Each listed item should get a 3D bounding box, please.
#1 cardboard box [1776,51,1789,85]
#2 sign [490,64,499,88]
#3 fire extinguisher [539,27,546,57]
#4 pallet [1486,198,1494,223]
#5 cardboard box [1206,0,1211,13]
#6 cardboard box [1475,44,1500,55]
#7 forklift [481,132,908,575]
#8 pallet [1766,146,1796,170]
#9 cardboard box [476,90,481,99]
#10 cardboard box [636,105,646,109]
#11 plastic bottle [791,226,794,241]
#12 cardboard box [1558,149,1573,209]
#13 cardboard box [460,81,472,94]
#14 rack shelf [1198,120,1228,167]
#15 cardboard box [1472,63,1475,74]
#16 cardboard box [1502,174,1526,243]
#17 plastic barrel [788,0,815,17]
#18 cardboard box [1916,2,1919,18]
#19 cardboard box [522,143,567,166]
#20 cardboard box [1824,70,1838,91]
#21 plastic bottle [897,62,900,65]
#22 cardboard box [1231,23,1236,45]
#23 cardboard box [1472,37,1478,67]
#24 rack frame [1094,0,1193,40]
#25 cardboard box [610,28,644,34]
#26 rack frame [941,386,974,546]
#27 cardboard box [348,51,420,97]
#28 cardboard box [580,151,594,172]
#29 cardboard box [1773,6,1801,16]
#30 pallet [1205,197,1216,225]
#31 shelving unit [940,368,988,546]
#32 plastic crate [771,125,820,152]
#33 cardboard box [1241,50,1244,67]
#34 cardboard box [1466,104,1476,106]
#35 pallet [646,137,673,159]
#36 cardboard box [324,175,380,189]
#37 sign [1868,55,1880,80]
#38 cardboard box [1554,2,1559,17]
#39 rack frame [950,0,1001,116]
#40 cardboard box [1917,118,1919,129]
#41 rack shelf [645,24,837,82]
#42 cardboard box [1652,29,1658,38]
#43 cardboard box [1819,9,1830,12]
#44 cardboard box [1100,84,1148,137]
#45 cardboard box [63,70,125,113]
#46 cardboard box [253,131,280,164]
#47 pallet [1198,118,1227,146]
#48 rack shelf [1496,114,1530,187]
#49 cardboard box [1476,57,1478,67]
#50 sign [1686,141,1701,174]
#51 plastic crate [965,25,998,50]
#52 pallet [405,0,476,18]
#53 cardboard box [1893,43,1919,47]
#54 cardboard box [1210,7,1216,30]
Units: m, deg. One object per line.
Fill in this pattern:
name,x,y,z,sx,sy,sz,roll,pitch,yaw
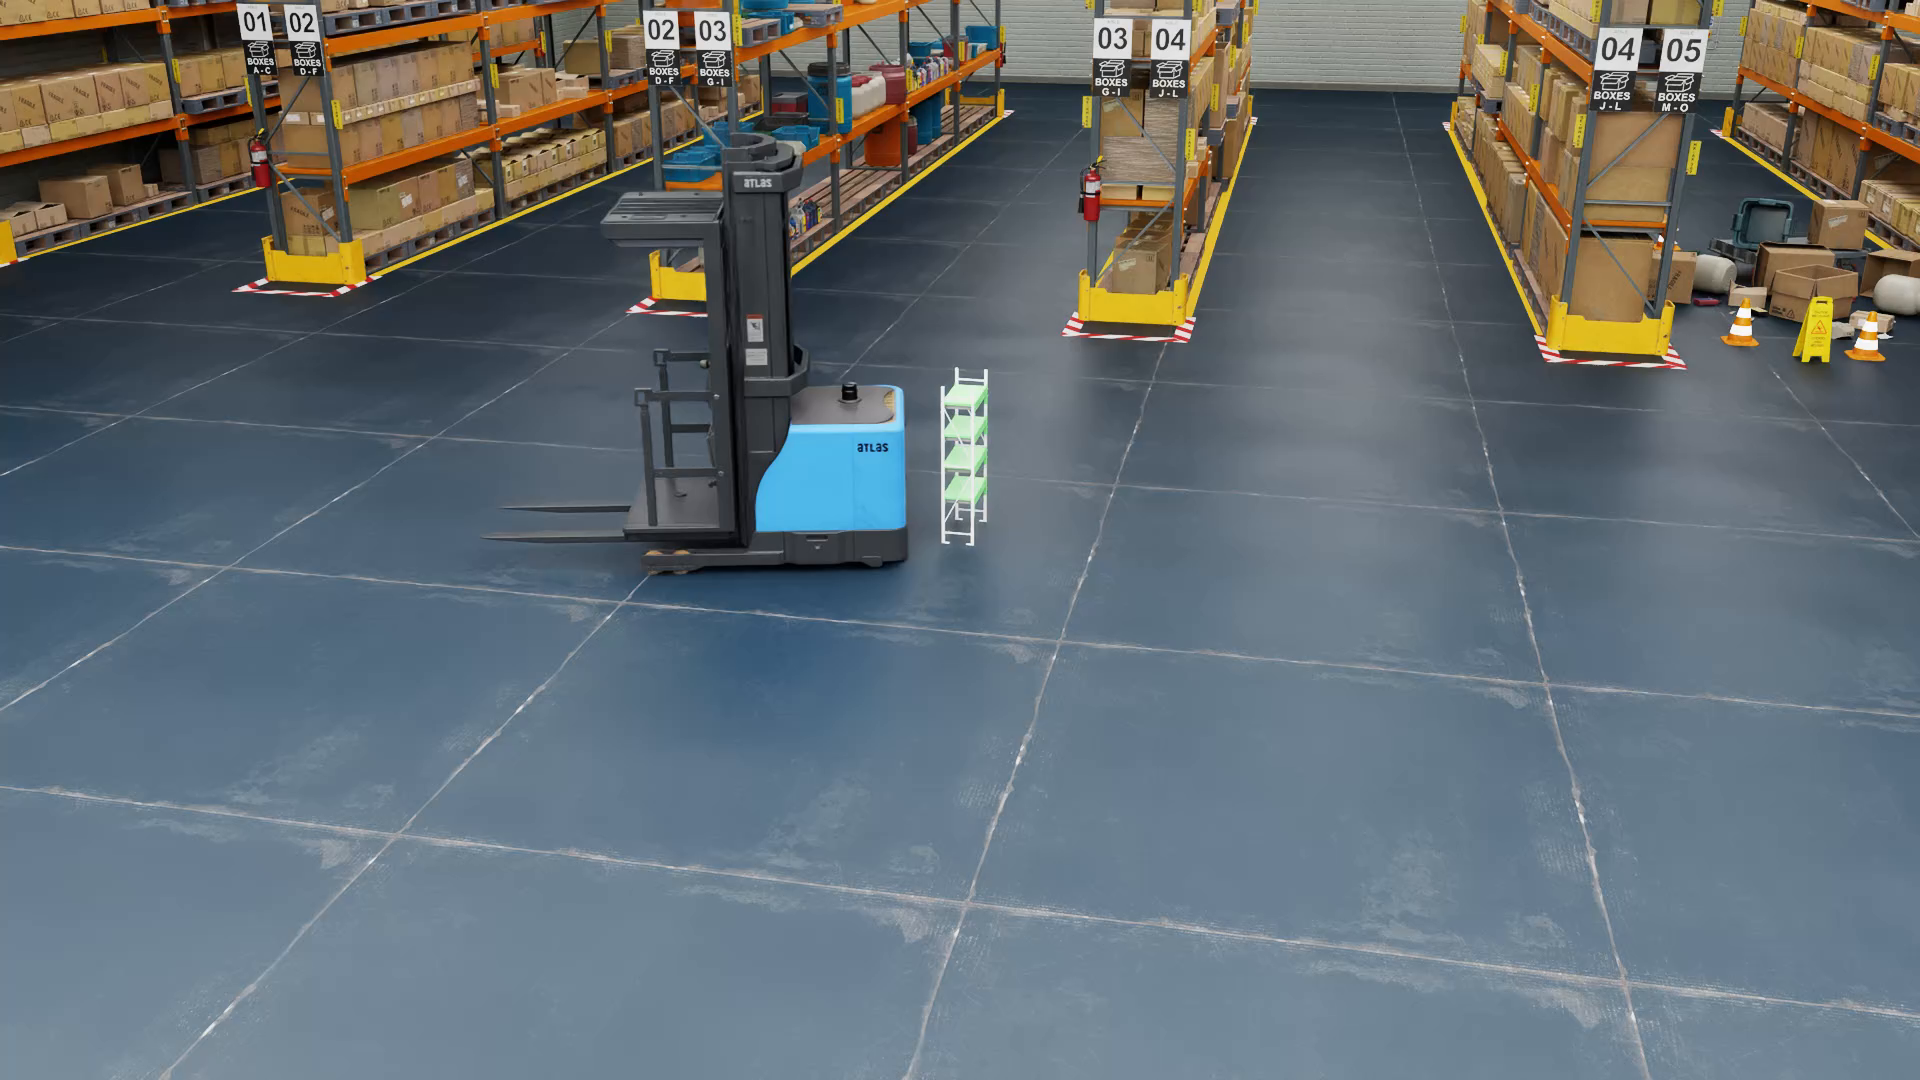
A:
cardboard box,13.985,-7.868,27.741,0.500,0.500,0.500,4,22,10
sign,-6.447,-6.427,23.031,0.100,0.325,0.005,4,22,11
fire extinguisher,-8.909,-10.606,35.276,0.296,0.674,0.183,4,22,11
pallet,8.123,-4.745,23.854,1.003,0.211,1.213,4,22,11
cardboard box,2.782,-6.347,19.751,0.380,0.149,0.250,4,22,9
cardboard box,8.644,-8.030,27.253,0.380,0.149,0.250,6,23,14
forklift,-1.902,-1.317,11.699,3.031,2.935,1.130,-1,22,-2
pallet,14.272,-6.423,28.018,1.003,0.211,1.213,4,22,11
cardboard box,-9.849,-8.817,33.014,0.700,0.500,0.500,4,22,10
cardboard box,-5.902,-7.464,29.629,0.500,0.500,0.500,5,22,12
plastic bottle,-2.173,-3.932,21.258,0.097,0.201,0.097,0,22,0
cardboard box,6.848,-3.807,17.591,0.875,0.550,0.550,4,22,11
cardboard box,-6.888,-6.171,22.660,0.380,0.149,0.250,4,22,10
rack shelf,3.115,-5.671,23.383,1.077,0.370,4.000,4,22,11
cardboard box,8.644,-7.754,27.365,0.380,0.149,0.250,3,22,8
cardboard box,7.580,-4.244,21.325,1.050,0.750,0.750,4,22,11
plastic barrel,-2.251,-7.478,22.219,0.600,0.901,0.708,4,22,11
cardboard box,13.021,-7.073,21.751,0.700,0.500,0.500,4,22,11
cardboard box,-6.350,-5.904,25.366,0.500,0.311,0.500,5,22,12
cardboard box,13.366,-6.906,25.018,0.500,0.250,0.500,4,22,9
plastic bottle,-1.017,-8.029,28.440,0.152,0.276,0.135,4,22,11
cardboard box,4.217,-8.477,27.910,0.797,0.503,0.637,4,22,10
cardboard box,9.103,-8.357,28.557,0.500,0.500,0.500,4,22,9
rack frame,1.891,-6.594,16.680,1.000,3.000,0.127,4,22,11
cardboard box,-5.752,-8.785,29.454,0.700,0.500,0.500,8,23,19
rack frame,-0.016,-0.528,12.058,0.240,1.200,0.015,4,22,11
cardboard box,-7.382,-5.965,21.279,0.700,0.500,0.500,4,22,11
cardboard box,-6.144,-6.013,26.386,0.500,0.250,0.500,4,22,10
cardboard box,14.156,-9.045,28.457,0.380,0.149,0.250,4,22,10
pallet,3.111,-4.712,23.772,1.003,0.211,1.213,4,22,11
shelving unit,0.034,-0.617,12.280,0.258,1.200,0.503,4,22,11
plastic crate,-2.102,-5.157,21.342,0.499,0.251,0.616,4,22,11
cardboard box,4.692,-8.420,29.047,0.500,0.250,0.500,4,22,10
cardboard box,9.400,-7.840,30.262,0.380,0.149,0.250,5,23,13
pallet,-5.734,-6.914,29.240,1.003,0.211,1.213,4,22,11
cardboard box,-7.799,-4.420,21.428,0.500,0.500,0.500,4,22,11
sign,12.680,-6.559,23.075,0.100,0.325,0.005,4,22,11
cardboard box,7.031,-6.081,19.063,0.380,0.149,0.250,4,22,11
rack frame,0.307,-10.040,33.267,1.000,3.000,0.127,4,22,11
cardboard box,12.599,-5.367,21.439,0.380,0.149,0.250,5,23,13
rack shelf,-2.550,-5.977,20.128,1.077,0.370,4.000,4,22,11
cardboard box,7.161,-5.106,16.641,0.380,0.149,0.250,5,22,11
cardboard box,14.571,-8.822,27.902,0.380,0.149,0.250,4,22,11
cardboard box,1.761,-4.679,18.086,0.500,0.500,0.500,4,22,11
cardboard box,-11.844,-6.131,22.732,0.500,0.500,0.500,4,22,9
cardboard box,-11.413,-6.283,26.696,0.700,0.500,0.500,4,22,11
pallet,3.005,-5.453,22.135,1.003,0.211,1.213,4,22,11
rack shelf,7.950,-5.256,22.353,1.077,0.370,4.000,4,22,11
cardboard box,8.540,-7.702,26.839,0.380,0.149,0.250,5,22,12
sign,7.268,-3.789,16.483,0.100,0.325,0.005,4,22,11
plastic crate,0.421,-9.947,32.910,0.616,0.435,0.499,4,22,11
pallet,-7.139,-7.067,21.988,1.003,0.211,1.213,4,22,11
cardboard box,13.656,-6.835,23.838,0.500,0.500,0.500,5,22,11
cardboard box,2.869,-6.409,20.437,0.500,0.250,0.500,5,23,13
